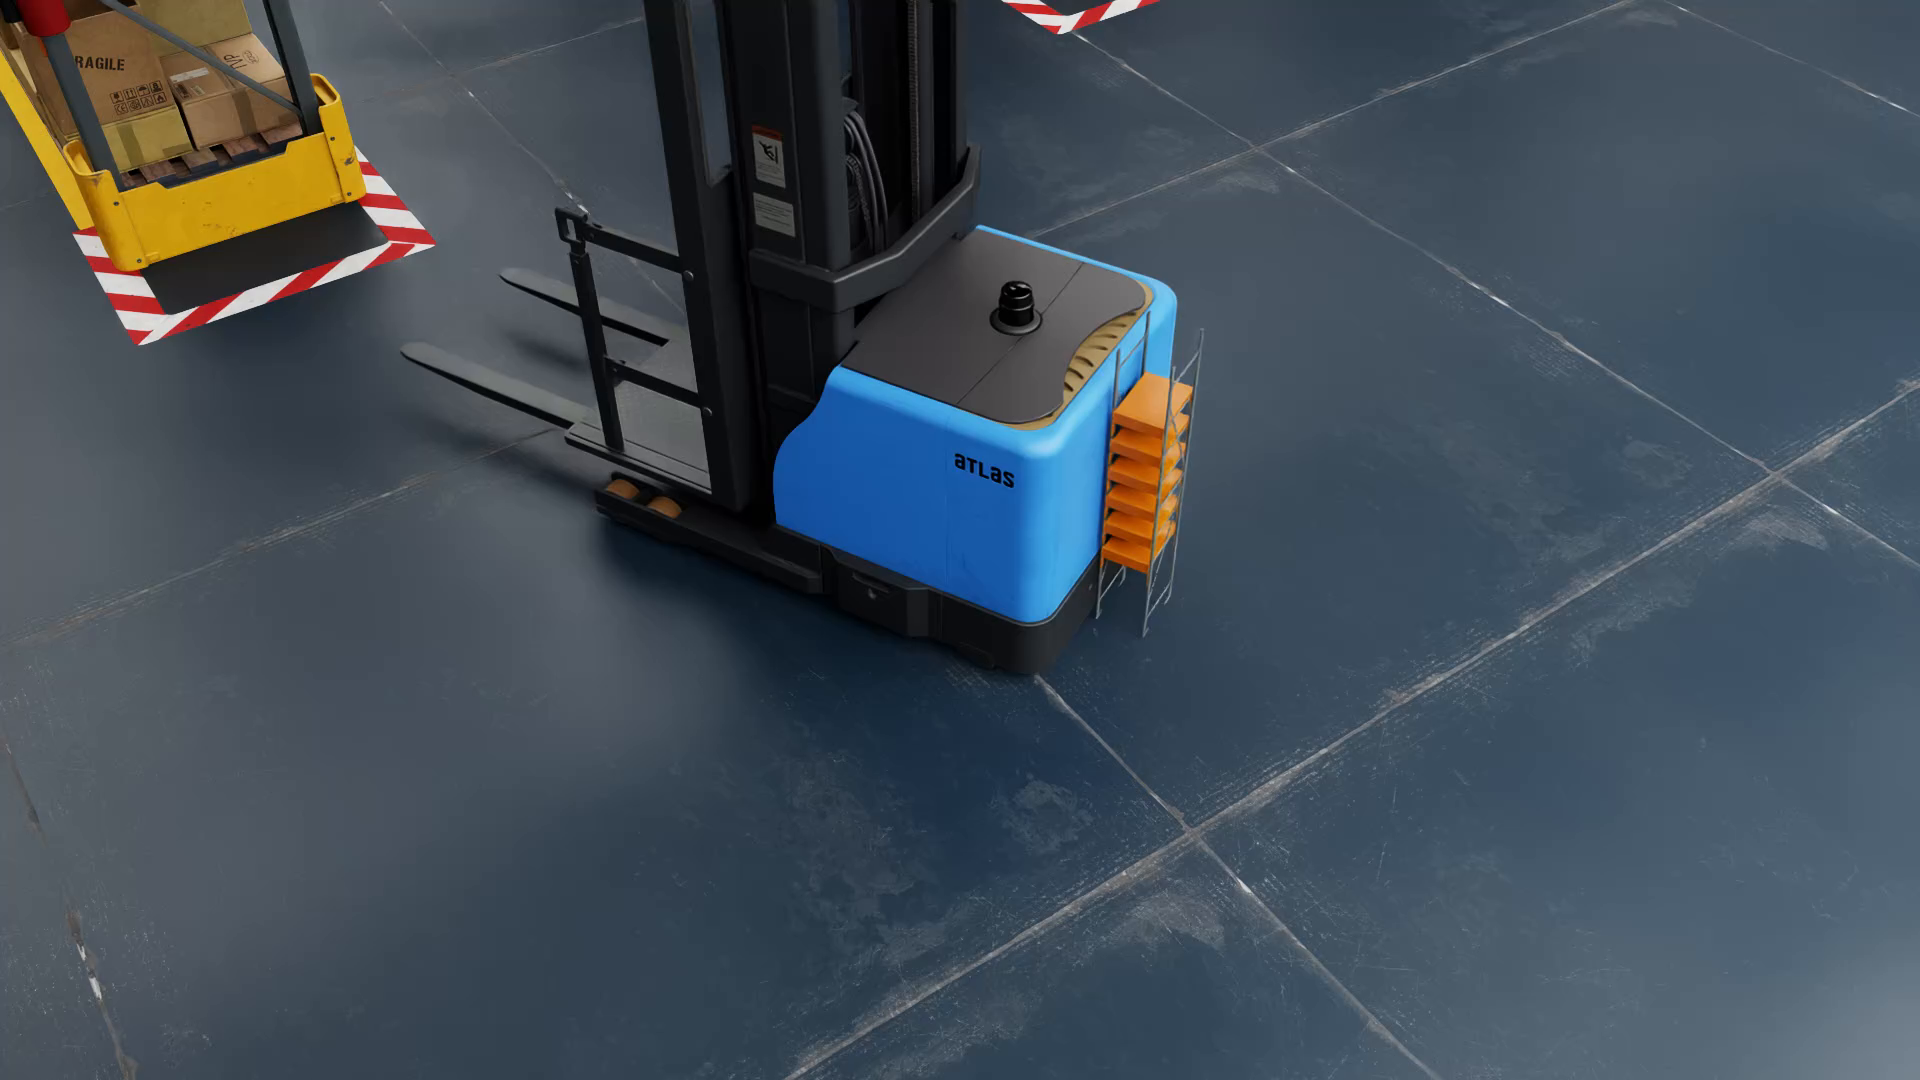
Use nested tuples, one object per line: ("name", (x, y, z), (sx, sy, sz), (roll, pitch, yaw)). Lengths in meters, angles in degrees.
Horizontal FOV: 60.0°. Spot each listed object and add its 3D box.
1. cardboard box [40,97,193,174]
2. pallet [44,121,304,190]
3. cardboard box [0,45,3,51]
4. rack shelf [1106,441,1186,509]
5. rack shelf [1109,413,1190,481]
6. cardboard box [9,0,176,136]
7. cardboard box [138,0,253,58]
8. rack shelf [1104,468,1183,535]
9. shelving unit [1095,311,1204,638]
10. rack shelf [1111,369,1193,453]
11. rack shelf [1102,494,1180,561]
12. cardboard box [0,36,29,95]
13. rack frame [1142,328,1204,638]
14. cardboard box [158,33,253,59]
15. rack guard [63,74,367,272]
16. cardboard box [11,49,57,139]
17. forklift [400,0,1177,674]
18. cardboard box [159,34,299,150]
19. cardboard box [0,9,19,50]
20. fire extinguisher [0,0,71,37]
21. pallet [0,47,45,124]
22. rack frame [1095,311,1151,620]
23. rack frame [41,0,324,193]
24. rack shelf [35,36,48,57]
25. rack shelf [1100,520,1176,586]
("cardboard box", (-3.970, -1.966, 7.824), (0.500, 0.250, 0.500), (-26, 49, -24))
("pallet", (-3.893, -2.030, 8.223), (1.003, 0.211, 1.213), (-26, 49, -24))
("cardboard box", (-4.838, -2.811, 8.709), (0.500, 0.250, 0.500), (-26, 49, -24))
("rack shelf", (0.624, -0.244, 5.527), (0.180, 0.103, 0.258), (21, 48, 21))
("rack shelf", (0.624, -0.331, 5.445), (0.180, 0.103, 0.258), (21, 48, 21))
("cardboard box", (-3.972, -2.236, 7.564), (0.500, 0.500, 0.500), (-26, 49, -24))
("cardboard box", (-3.833, -2.724, 8.075), (0.500, 0.500, 0.500), (-26, 49, -24))
("rack shelf", (0.624, -0.157, 5.610), (0.180, 0.103, 0.258), (21, 48, 21))
("shelving unit", (0.624, -0.190, 5.580), (0.189, 1.200, 0.258), (21, 48, 21))
("rack shelf", (0.624, -0.418, 5.362), (0.180, 0.103, 0.258), (21, 48, 21))
("rack shelf", (0.624, -0.071, 5.693), (0.180, 0.103, 0.258), (21, 48, 21))
("cardboard box", (-4.554, -2.527, 8.412), (0.500, 0.250, 0.500), (-26, 49, -24))
("rack frame", (0.704, -0.159, 5.547), (0.006, 1.200, 0.240), (21, 48, 21))
("cardboard box", (-3.835, -2.452, 8.334), (0.500, 0.250, 0.500), (-26, 49, -24))
("rack guard", (-3.407, -1.704, 7.673), (1.175, 0.500, 0.348), (-26, 49, -24))
("cardboard box", (-4.266, -2.244, 8.116), (0.500, 0.250, 0.500), (-26, 49, -24))
("forklift", (-0.790, -1.354, 5.546), (3.031, 2.935, 1.130), (21, 48, 21))
("cardboard box", (-3.545, -2.170, 8.038), (0.500, 0.250, 0.500), (-26, 49, -24))
("cardboard box", (-4.556, -2.797, 8.151), (0.500, 0.500, 0.500), (-26, 49, -24))
("fire extinguisher", (-3.735, -2.343, 6.588), (0.296, 0.674, 0.183), (-26, 49, -24))
("pallet", (-4.587, -2.720, 8.946), (1.003, 0.211, 1.213), (-26, 49, -24))
("rack frame", (0.545, -0.221, 5.612), (0.006, 1.200, 0.240), (21, 48, 21))
("rack frame", (-3.421, -2.622, 6.824), (1.000, 3.000, 0.127), (-26, 49, -24))
("rack shelf", (-4.565, -3.494, 8.259), (1.077, 0.370, 4.000), (-26, 49, -24))
("rack shelf", (0.624, 0.016, 5.776), (0.180, 0.103, 0.258), (21, 48, 21))
